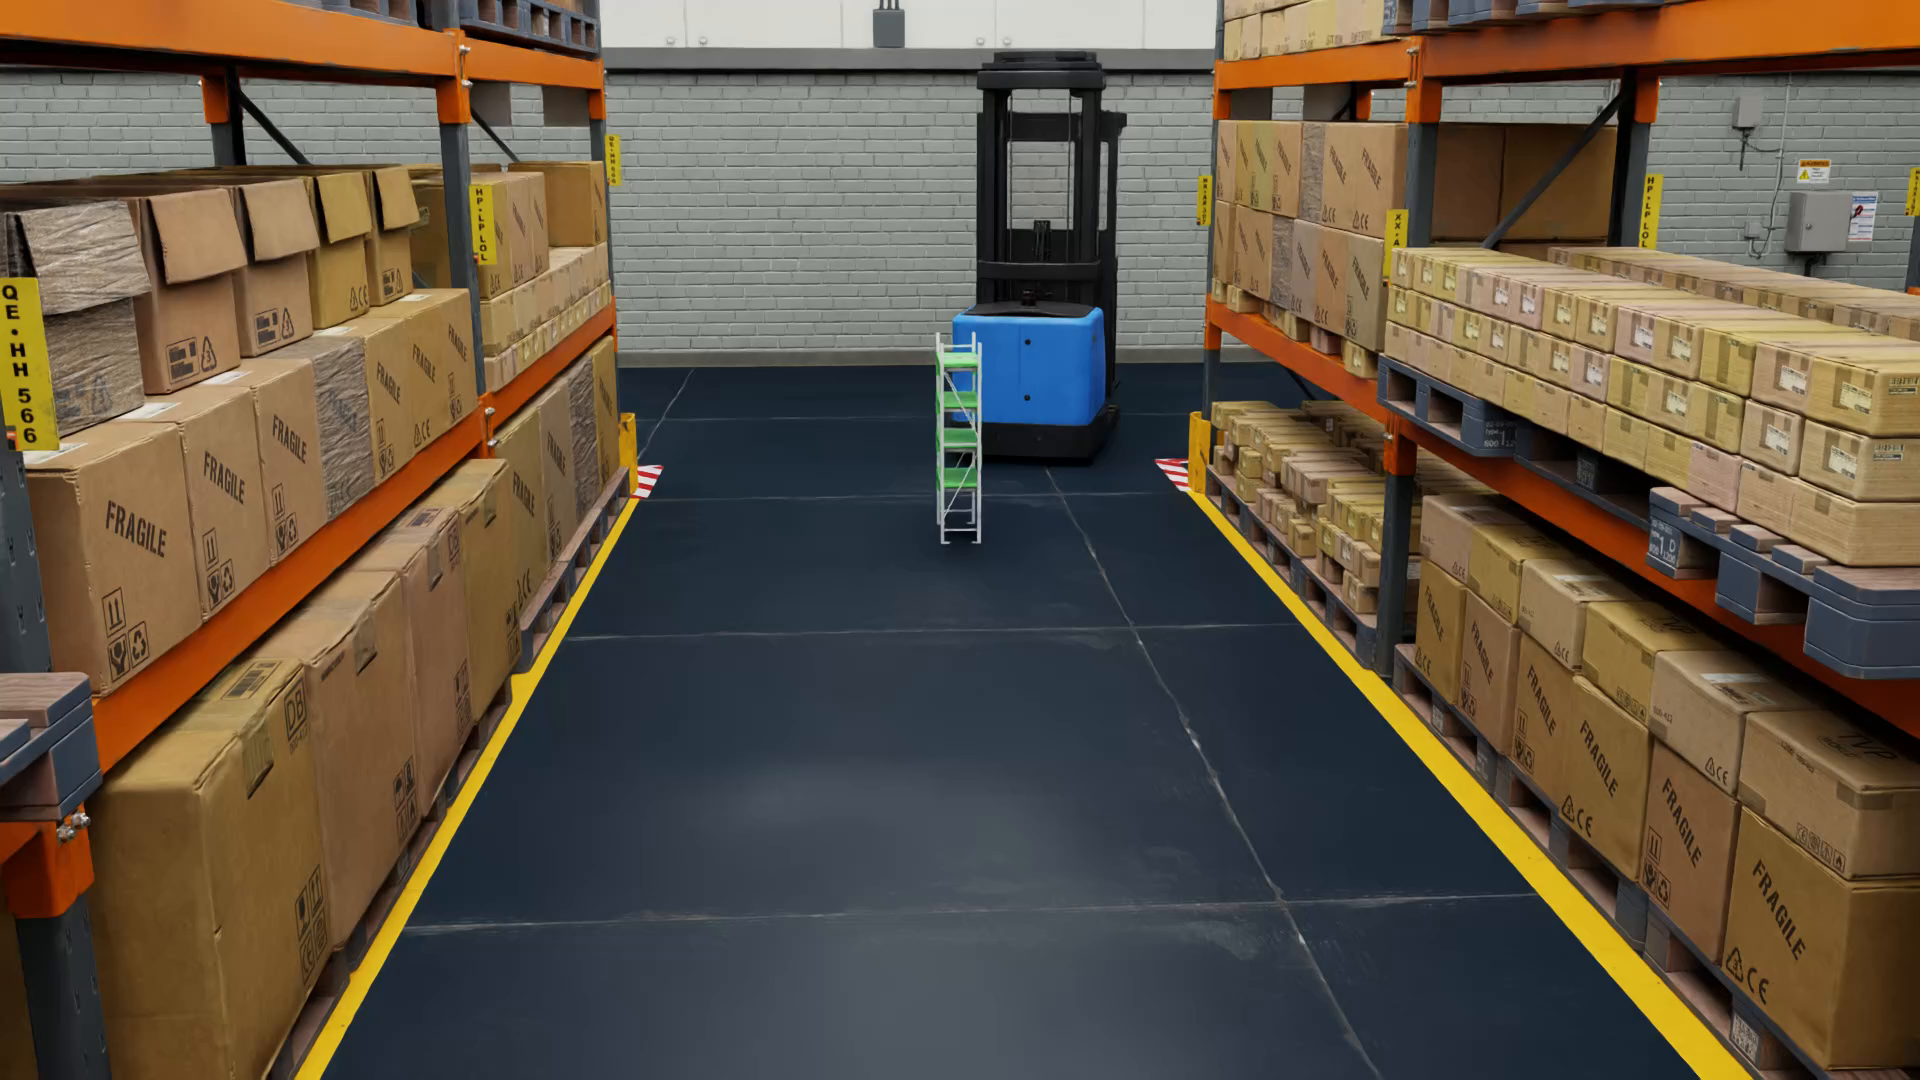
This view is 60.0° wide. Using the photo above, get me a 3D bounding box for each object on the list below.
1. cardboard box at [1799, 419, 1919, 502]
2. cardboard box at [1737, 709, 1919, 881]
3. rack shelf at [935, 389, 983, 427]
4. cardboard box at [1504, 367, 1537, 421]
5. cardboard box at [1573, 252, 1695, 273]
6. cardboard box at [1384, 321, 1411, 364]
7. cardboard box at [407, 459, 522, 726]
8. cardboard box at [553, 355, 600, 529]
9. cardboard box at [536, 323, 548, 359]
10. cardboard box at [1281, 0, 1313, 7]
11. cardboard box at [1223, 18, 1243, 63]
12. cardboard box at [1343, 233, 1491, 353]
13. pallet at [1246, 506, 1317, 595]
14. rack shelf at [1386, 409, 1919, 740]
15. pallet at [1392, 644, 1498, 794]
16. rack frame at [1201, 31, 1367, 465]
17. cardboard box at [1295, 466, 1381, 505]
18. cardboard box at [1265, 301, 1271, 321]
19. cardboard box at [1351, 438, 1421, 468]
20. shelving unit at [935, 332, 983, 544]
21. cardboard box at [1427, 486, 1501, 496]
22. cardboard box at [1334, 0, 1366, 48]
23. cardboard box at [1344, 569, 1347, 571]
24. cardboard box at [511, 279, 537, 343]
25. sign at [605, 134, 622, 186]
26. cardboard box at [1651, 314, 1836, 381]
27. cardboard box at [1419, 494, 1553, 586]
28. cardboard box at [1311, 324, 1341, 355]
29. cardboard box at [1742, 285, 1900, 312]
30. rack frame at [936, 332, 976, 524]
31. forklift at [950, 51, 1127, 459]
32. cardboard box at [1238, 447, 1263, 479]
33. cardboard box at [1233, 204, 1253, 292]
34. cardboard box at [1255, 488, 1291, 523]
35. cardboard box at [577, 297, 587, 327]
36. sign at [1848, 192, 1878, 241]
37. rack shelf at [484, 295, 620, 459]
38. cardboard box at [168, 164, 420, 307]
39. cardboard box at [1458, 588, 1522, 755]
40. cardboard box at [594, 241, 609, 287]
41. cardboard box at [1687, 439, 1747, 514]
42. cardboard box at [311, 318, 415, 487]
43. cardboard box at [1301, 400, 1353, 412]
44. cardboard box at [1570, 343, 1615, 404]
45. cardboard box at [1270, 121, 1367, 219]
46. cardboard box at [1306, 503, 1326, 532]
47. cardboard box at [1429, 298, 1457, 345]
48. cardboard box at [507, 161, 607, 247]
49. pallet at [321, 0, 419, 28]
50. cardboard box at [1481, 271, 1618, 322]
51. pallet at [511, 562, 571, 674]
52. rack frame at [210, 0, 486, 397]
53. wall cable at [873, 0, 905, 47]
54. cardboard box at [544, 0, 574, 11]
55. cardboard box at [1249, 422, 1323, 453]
[{"bbox_3d":[2.172,-0.187,3.798,0.380,0.149,0.250,-1,14,-2],"label":"cardboard box"},{"bbox_3d":[2.353,0.633,4.217,0.500,0.250,0.500,-1,14,-5],"label":"cardboard box"},{"bbox_3d":[-0.010,-0.793,9.993,0.258,0.148,0.480,-1,14,-3],"label":"rack shelf"},{"bbox_3d":[2.061,-0.492,5.581,0.380,0.149,0.250,-1,14,-4],"label":"cardboard box"},{"bbox_3d":[2.647,-1.046,6.541,0.380,0.149,0.250,-1,14,-5],"label":"cardboard box"},{"bbox_3d":[1.975,-0.817,6.843,0.380,0.149,0.250,-2,15,-6],"label":"cardboard box"},{"bbox_3d":[-2.487,0.196,6.667,1.225,0.875,0.875,-1,14,-3],"label":"cardboard box"},{"bbox_3d":[-2.619,-0.574,9.658,0.875,0.875,0.875,-1,14,-3],"label":"cardboard box"},{"bbox_3d":[-2.301,-1.006,8.419,0.380,0.149,0.250,-1,14,-4],"label":"cardboard box"},{"bbox_3d":[2.015,-2.963,8.799,0.500,0.250,0.500,-1,14,-6],"label":"cardboard box"},{"bbox_3d":[1.935,-3.099,10.334,0.500,0.250,0.500,0,14,-1],"label":"cardboard box"},{"bbox_3d":[2.098,-1.149,7.673,0.500,0.500,0.500,-1,14,-3],"label":"cardboard box"},{"bbox_3d":[2.254,0.040,9.449,1.003,0.211,1.213,-1,14,-3],"label":"pallet"},{"bbox_3d":[2.534,0.006,5.429,1.077,0.370,4.000,-1,14,-3],"label":"rack shelf"},{"bbox_3d":[2.459,0.704,6.867,1.003,0.211,1.213,-1,14,-3],"label":"pallet"},{"bbox_3d":[2.162,-1.835,11.139,1.000,3.000,0.127,-1,14,-3],"label":"rack frame"},{"bbox_3d":[2.003,-0.292,8.826,0.380,0.149,0.250,-2,15,-6],"label":"cardboard box"},{"bbox_3d":[2.020,-1.367,9.824,0.380,0.149,0.250,-1,14,-4],"label":"cardboard box"},{"bbox_3d":[2.479,-0.494,9.610,0.380,0.149,0.250,-1,14,-5],"label":"cardboard box"},{"bbox_3d":[-0.010,-0.622,10.037,0.258,1.200,0.503,-1,14,-3],"label":"shelving unit"},{"bbox_3d":[2.572,-0.172,8.358,0.380,0.149,0.250,-1,14,-4],"label":"cardboard box"},{"bbox_3d":[2.090,-2.463,7.859,0.500,0.250,0.500,-1,14,-4],"label":"cardboard box"},{"bbox_3d":[2.113,0.179,8.190,0.380,0.149,0.250,0,14,-2],"label":"cardboard box"},{"bbox_3d":[-2.341,-1.105,8.005,0.500,0.250,0.500,-1,14,-4],"label":"cardboard box"},{"bbox_3d":[-2.252,-2.464,10.784,0.100,0.325,0.005,-1,14,-3],"label":"sign"},{"bbox_3d":[2.120,-0.524,4.511,0.380,0.149,0.250,0,14,-2],"label":"cardboard box"},{"bbox_3d":[2.192,-0.008,6.708,0.500,0.250,0.500,-2,15,-6],"label":"cardboard box"},{"bbox_3d":[2.039,-1.047,8.581,0.380,0.149,0.250,-2,15,-6],"label":"cardboard box"},{"bbox_3d":[2.727,-0.722,5.281,0.380,0.149,0.250,-1,14,-4],"label":"cardboard box"},{"bbox_3d":[-0.025,-0.683,10.273,0.240,1.200,0.015,-1,14,-3],"label":"rack frame"},{"bbox_3d":[0.717,-2.332,13.209,1.130,2.935,3.031,3,15,11],"label":"forklift"},{"bbox_3d":[1.910,-0.474,10.129,0.380,0.149,0.250,0,14,-2],"label":"cardboard box"},{"bbox_3d":[1.972,-1.779,10.123,0.500,0.500,0.500,-1,14,-3],"label":"cardboard box"},{"bbox_3d":[1.941,-0.206,9.688,0.380,0.149,0.250,-2,15,-6],"label":"cardboard box"},{"bbox_3d":[-2.379,-1.324,9.658,0.380,0.149,0.250,-1,14,-5],"label":"cardboard box"},{"bbox_3d":[9.309,-3.348,17.209,0.329,0.494,0.001,-1,14,-3],"label":"sign"},{"bbox_3d":[-2.671,-0.938,9.095,1.077,0.370,4.000,-1,14,-3],"label":"rack shelf"},{"bbox_3d":[-2.499,-1.164,6.318,0.797,0.503,0.637,-1,14,-5],"label":"cardboard box"},{"bbox_3d":[2.225,0.486,6.290,0.500,0.500,0.500,0,14,-1],"label":"cardboard box"},{"bbox_3d":[-2.500,-1.739,10.468,0.500,0.250,0.500,-1,14,-4],"label":"cardboard box"},{"bbox_3d":[2.138,-0.168,4.323,0.380,0.149,0.250,-1,14,-2],"label":"cardboard box"},{"bbox_3d":[-2.182,-0.472,5.641,0.500,0.500,0.500,-1,14,-4],"label":"cardboard box"},{"bbox_3d":[2.448,-0.818,10.871,0.380,0.149,0.250,-1,14,-3],"label":"cardboard box"},{"bbox_3d":[2.090,-0.508,5.045,0.380,0.149,0.250,-1,14,-2],"label":"cardboard box"},{"bbox_3d":[2.007,-2.014,9.031,0.500,0.500,0.500,-1,14,-5],"label":"cardboard box"},{"bbox_3d":[2.057,-0.141,8.836,0.380,0.149,0.250,-1,14,-2],"label":"cardboard box"},{"bbox_3d":[2.009,-0.832,6.306,0.380,0.149,0.250,-1,14,-2],"label":"cardboard box"},{"bbox_3d":[-2.502,-2.101,10.372,0.500,0.500,0.500,-1,14,-3],"label":"cardboard box"},{"bbox_3d":[-2.441,-1.922,5.839,0.805,0.209,1.217,-1,15,-6],"label":"pallet"},{"bbox_3d":[2.041,-0.846,5.763,0.380,0.149,0.250,-1,14,-4],"label":"cardboard box"},{"bbox_3d":[-2.516,0.371,8.160,1.003,0.211,1.213,-1,14,-3],"label":"pallet"},{"bbox_3d":[-2.547,-0.789,7.072,1.000,3.000,0.127,-1,14,-3],"label":"rack frame"},{"bbox_3d":[0.295,-7.706,15.463,2.277,5.999,0.120,-1,14,-3],"label":"wall cable"},{"bbox_3d":[-2.709,-3.408,9.988,0.700,0.500,0.500,-2,15,-7],"label":"cardboard box"},{"bbox_3d":[1.978,-0.619,10.095,0.380,0.149,0.250,-2,15,-6],"label":"cardboard box"}]
